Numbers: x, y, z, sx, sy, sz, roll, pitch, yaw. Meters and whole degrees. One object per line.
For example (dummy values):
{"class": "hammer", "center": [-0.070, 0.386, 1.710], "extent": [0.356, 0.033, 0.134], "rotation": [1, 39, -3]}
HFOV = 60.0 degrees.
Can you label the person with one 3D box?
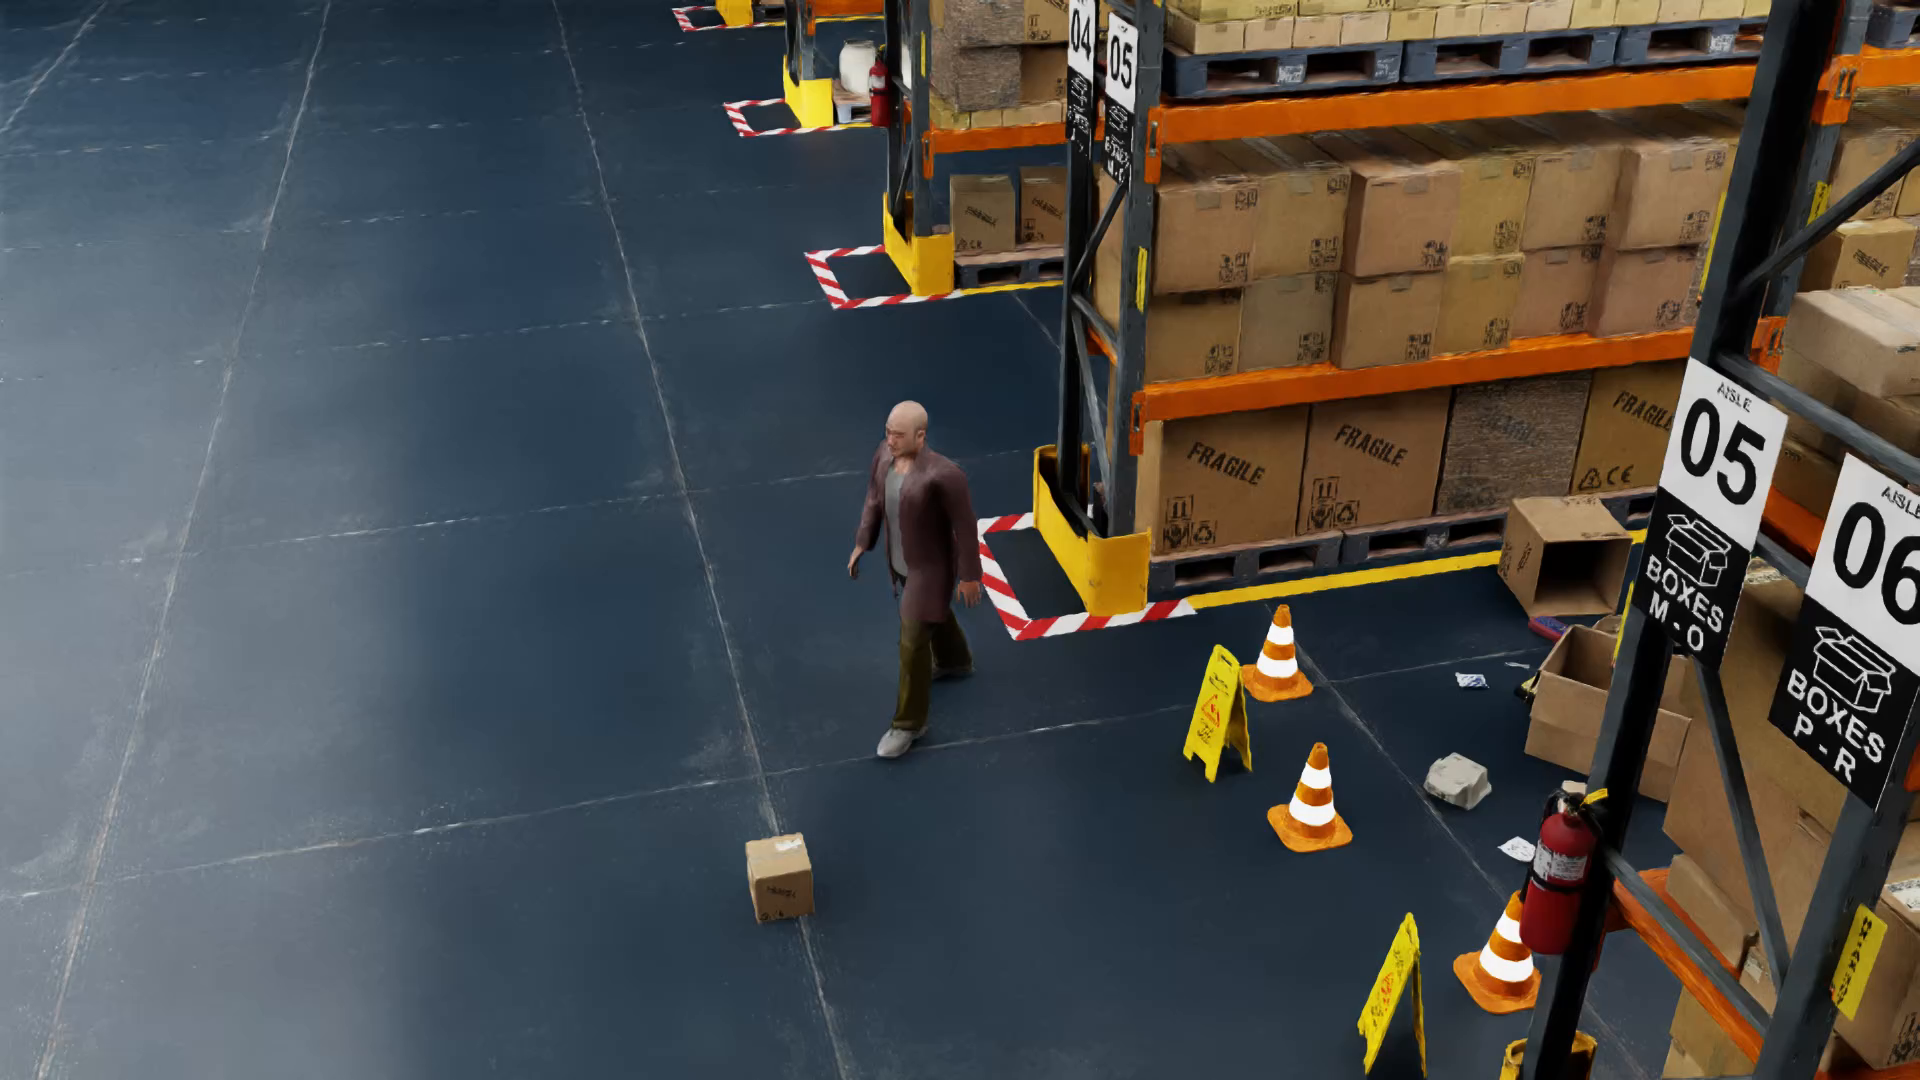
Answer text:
{"class": "person", "center": [-0.202, 0.195, 8.125], "extent": [0.854, 1.549, 0.675], "rotation": [-22, 36, -33]}
